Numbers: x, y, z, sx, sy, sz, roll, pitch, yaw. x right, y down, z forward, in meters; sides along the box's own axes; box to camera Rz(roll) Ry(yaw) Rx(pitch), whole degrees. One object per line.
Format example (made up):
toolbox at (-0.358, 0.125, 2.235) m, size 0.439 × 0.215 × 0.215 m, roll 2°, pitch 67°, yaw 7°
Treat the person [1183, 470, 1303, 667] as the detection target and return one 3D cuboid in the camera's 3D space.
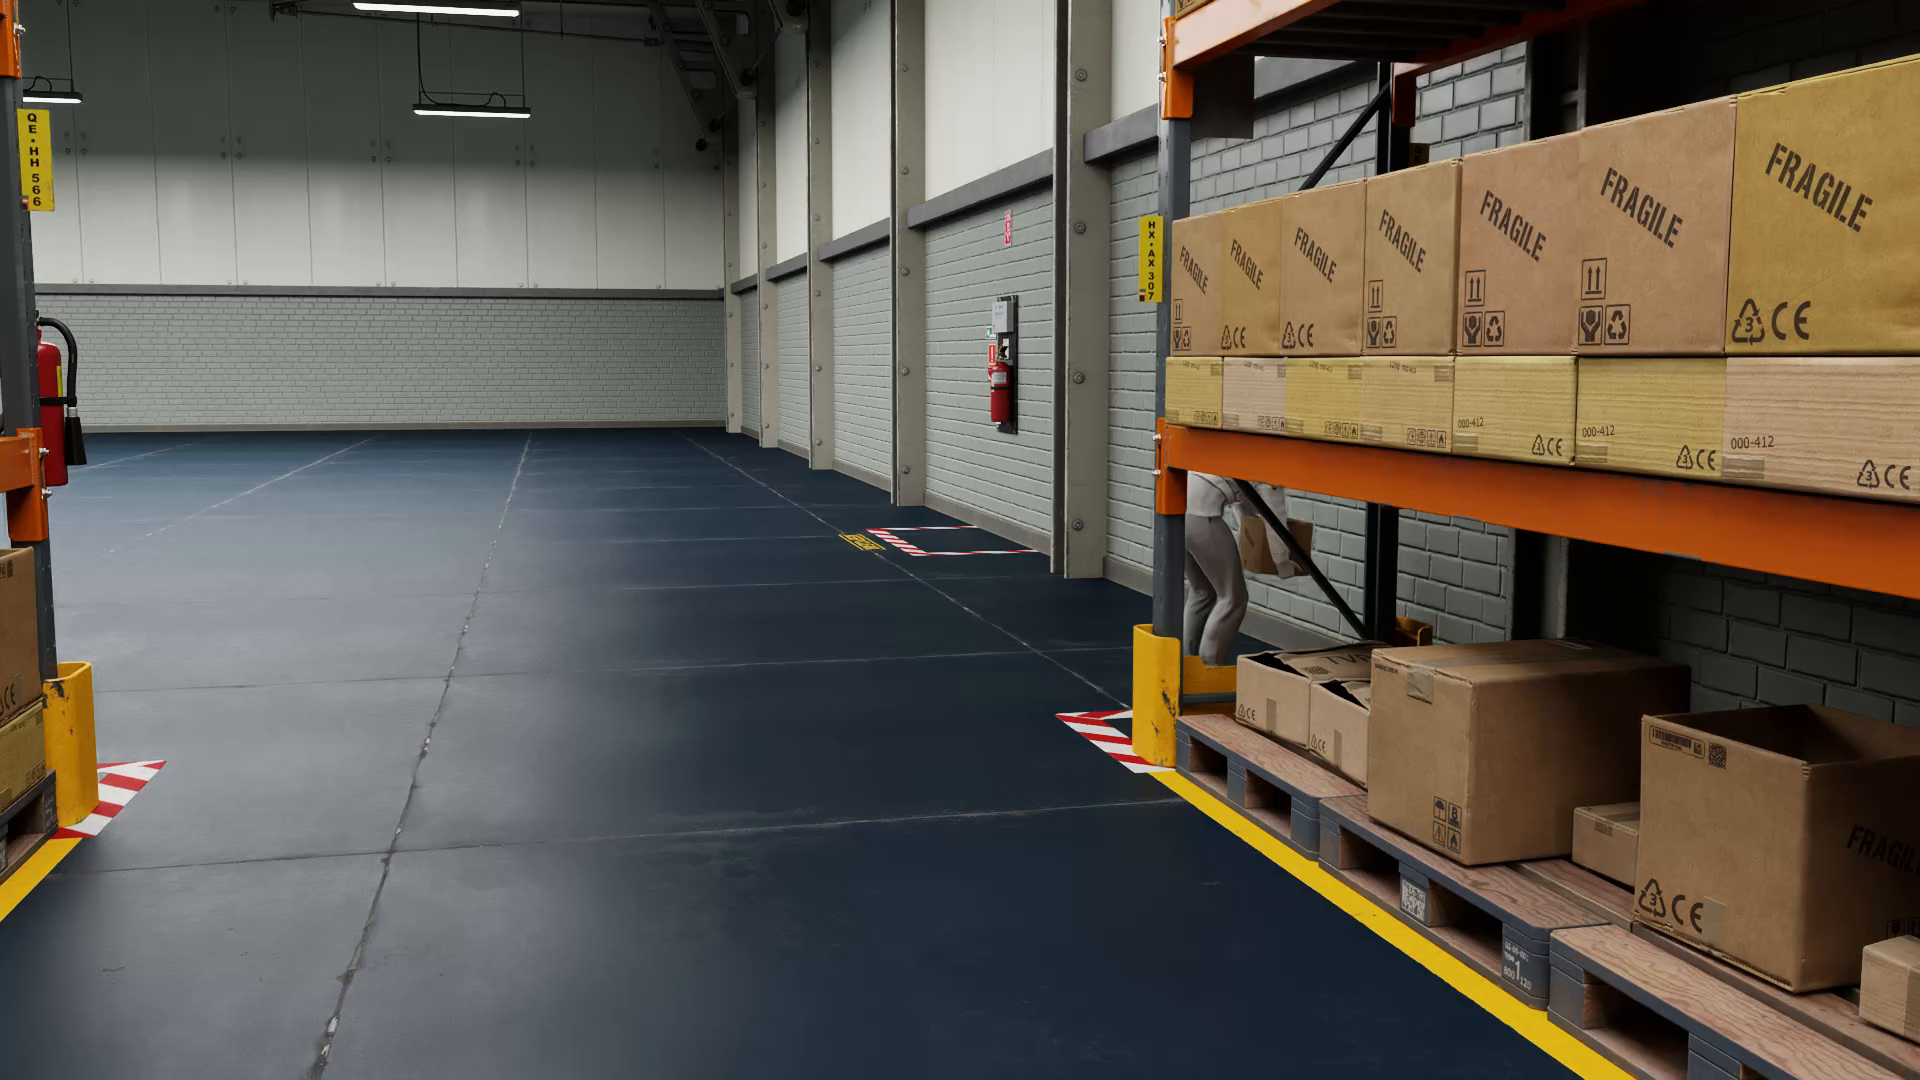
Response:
person at (1.298, 0.004, 7.732) m, size 0.795 × 1.434 × 0.410 m, roll -2°, pitch 6°, yaw -15°
